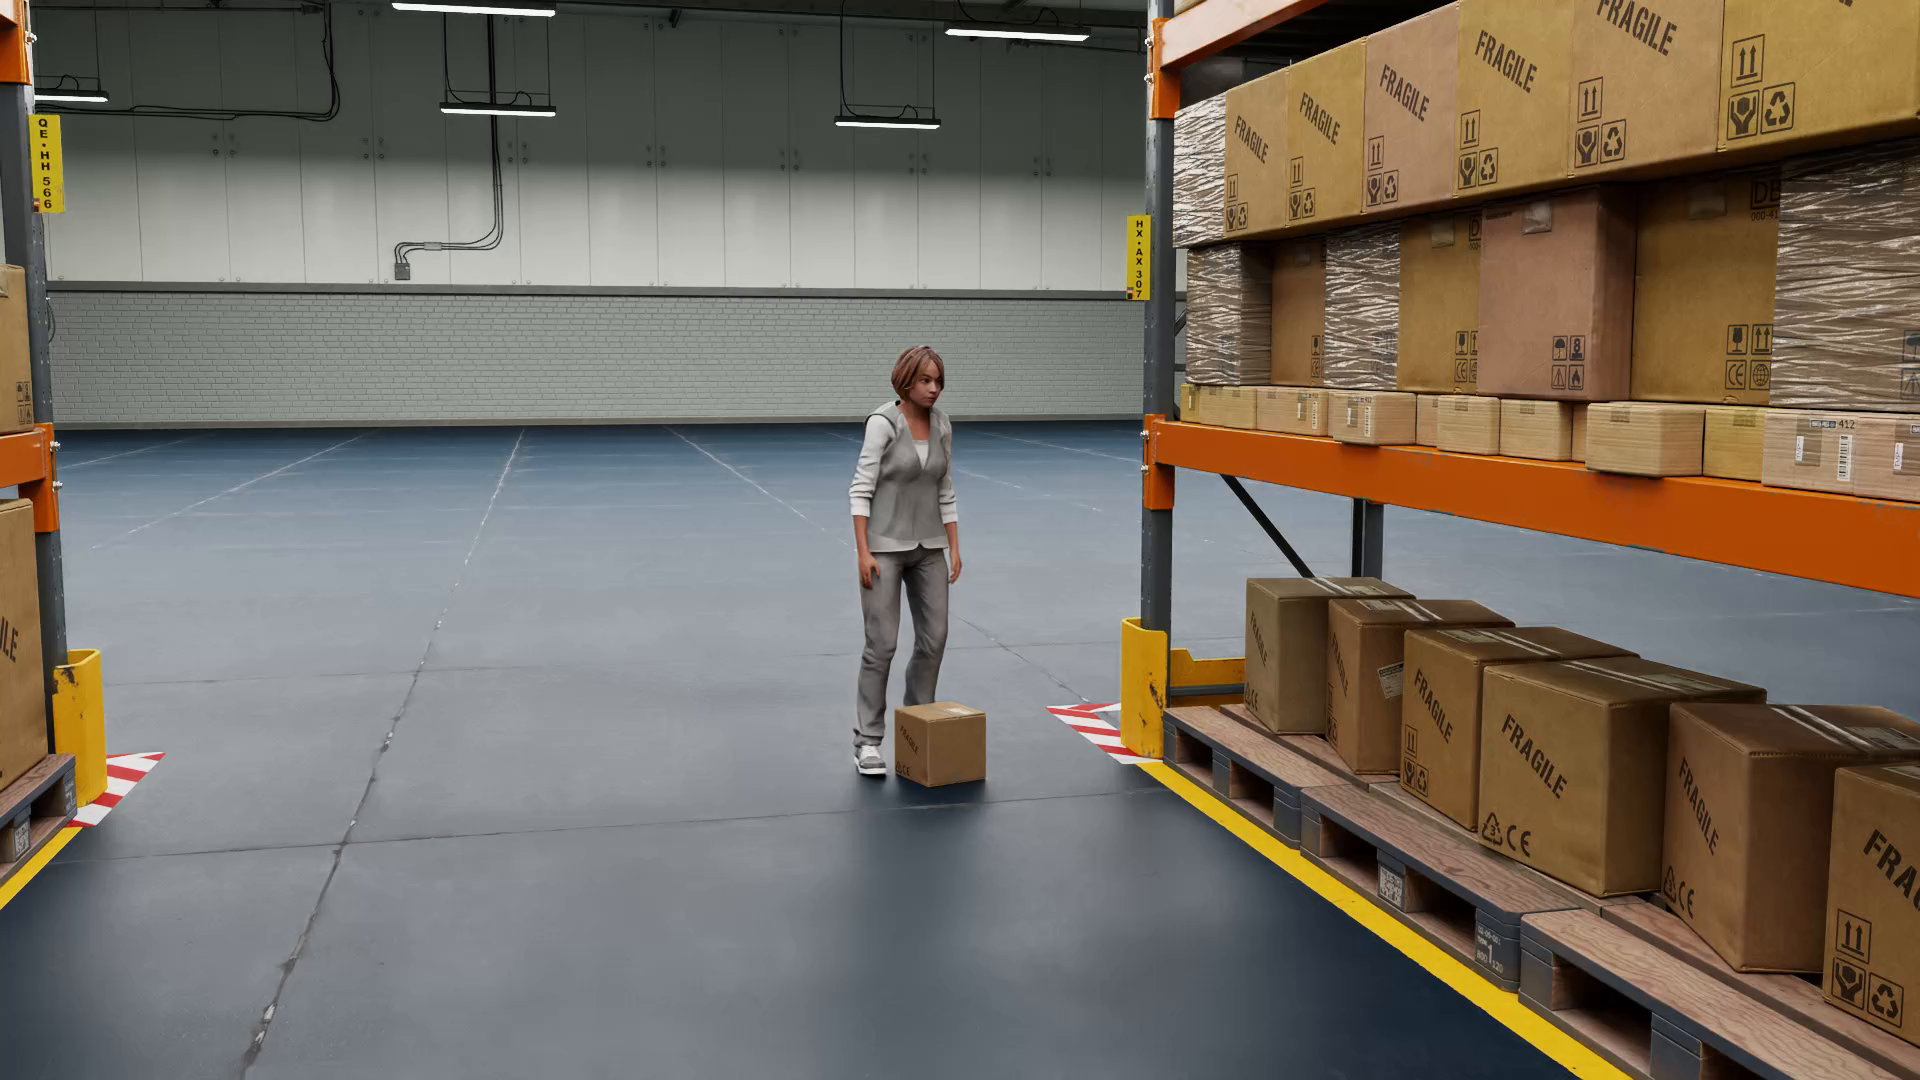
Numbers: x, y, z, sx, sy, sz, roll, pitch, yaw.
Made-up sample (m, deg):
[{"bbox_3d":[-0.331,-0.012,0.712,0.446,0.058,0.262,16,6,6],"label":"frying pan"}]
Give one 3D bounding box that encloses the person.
[{"bbox_3d":[-0.207,0.065,6.291,0.486,1.593,0.345,-4,8,-33],"label":"person"}]
